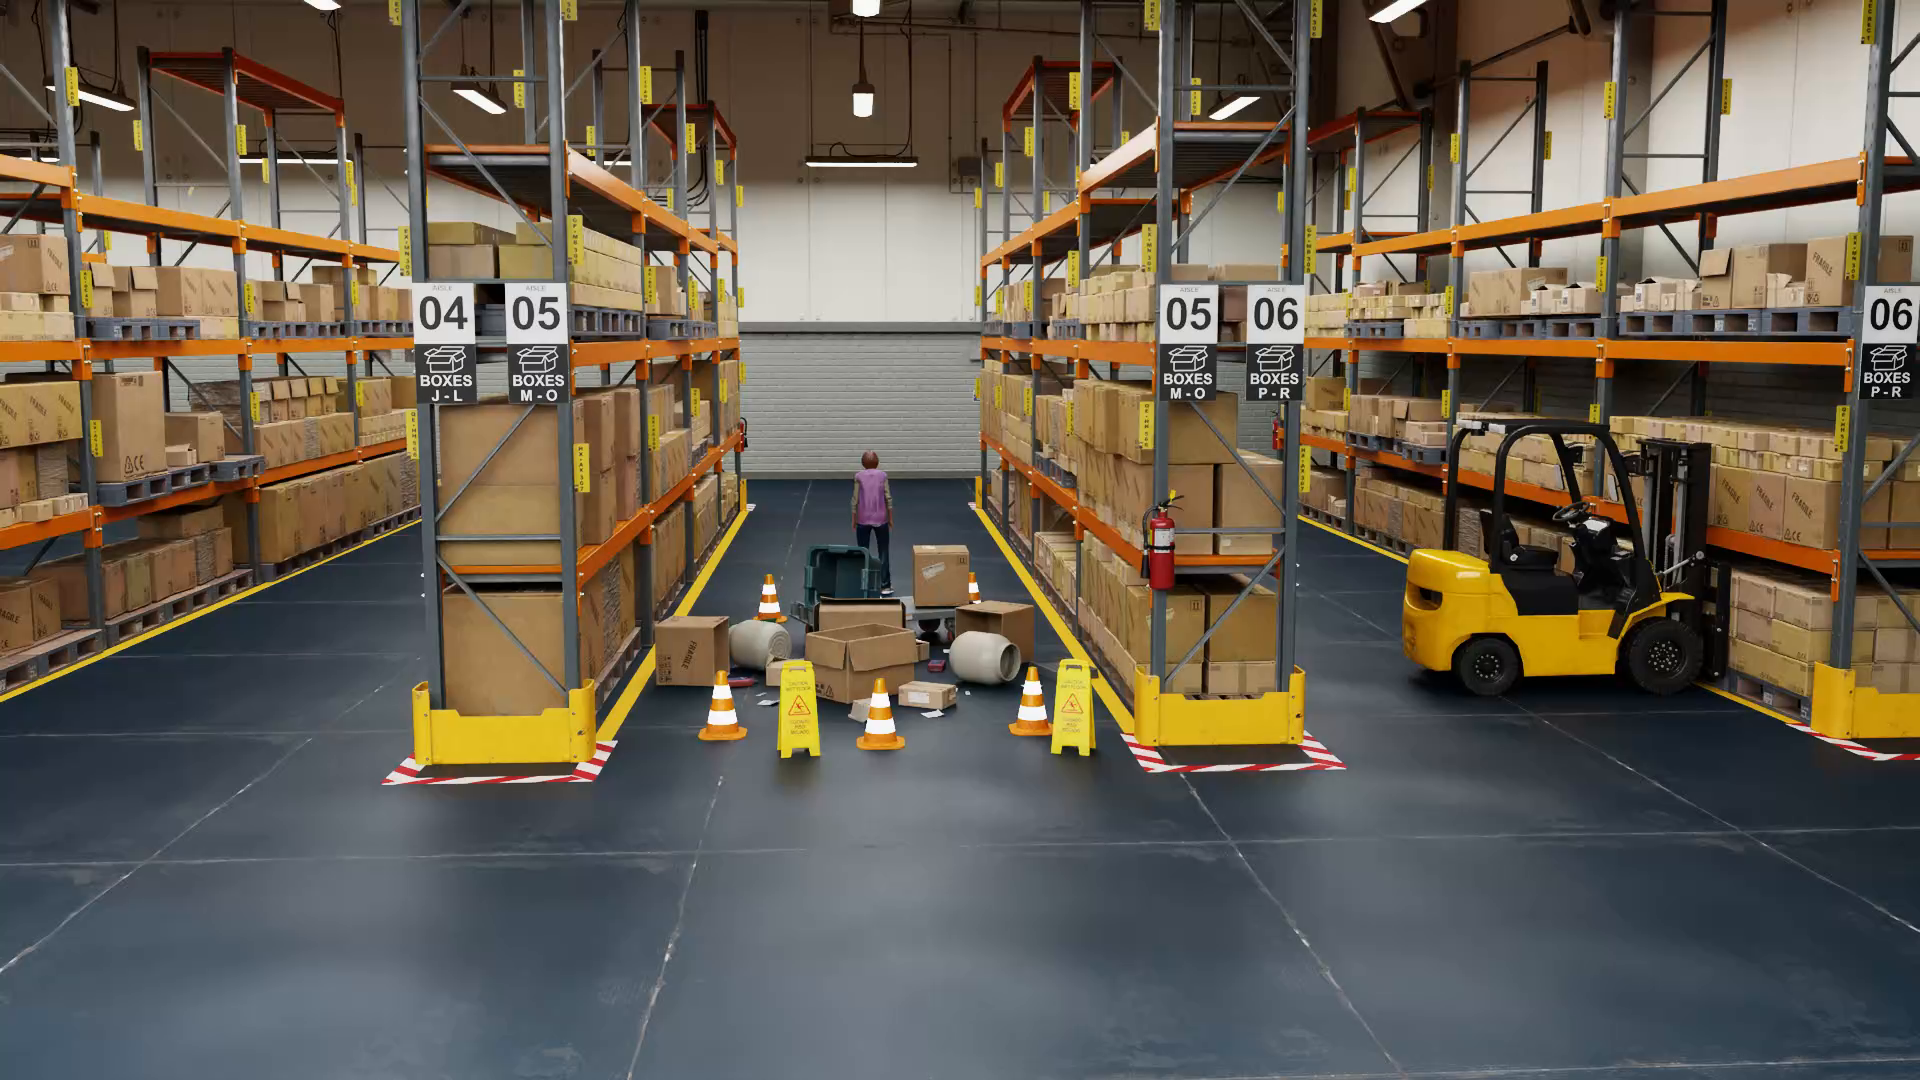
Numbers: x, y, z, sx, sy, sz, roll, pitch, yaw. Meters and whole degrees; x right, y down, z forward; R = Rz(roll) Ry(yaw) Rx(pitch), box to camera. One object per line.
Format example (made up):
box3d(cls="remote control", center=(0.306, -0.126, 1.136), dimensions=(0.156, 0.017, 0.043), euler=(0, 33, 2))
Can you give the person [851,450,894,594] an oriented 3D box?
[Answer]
box3d(cls="person", center=(-0.967, -0.191, 18.349), dimensions=(0.468, 1.592, 0.350), euler=(-1, 7, -4))
